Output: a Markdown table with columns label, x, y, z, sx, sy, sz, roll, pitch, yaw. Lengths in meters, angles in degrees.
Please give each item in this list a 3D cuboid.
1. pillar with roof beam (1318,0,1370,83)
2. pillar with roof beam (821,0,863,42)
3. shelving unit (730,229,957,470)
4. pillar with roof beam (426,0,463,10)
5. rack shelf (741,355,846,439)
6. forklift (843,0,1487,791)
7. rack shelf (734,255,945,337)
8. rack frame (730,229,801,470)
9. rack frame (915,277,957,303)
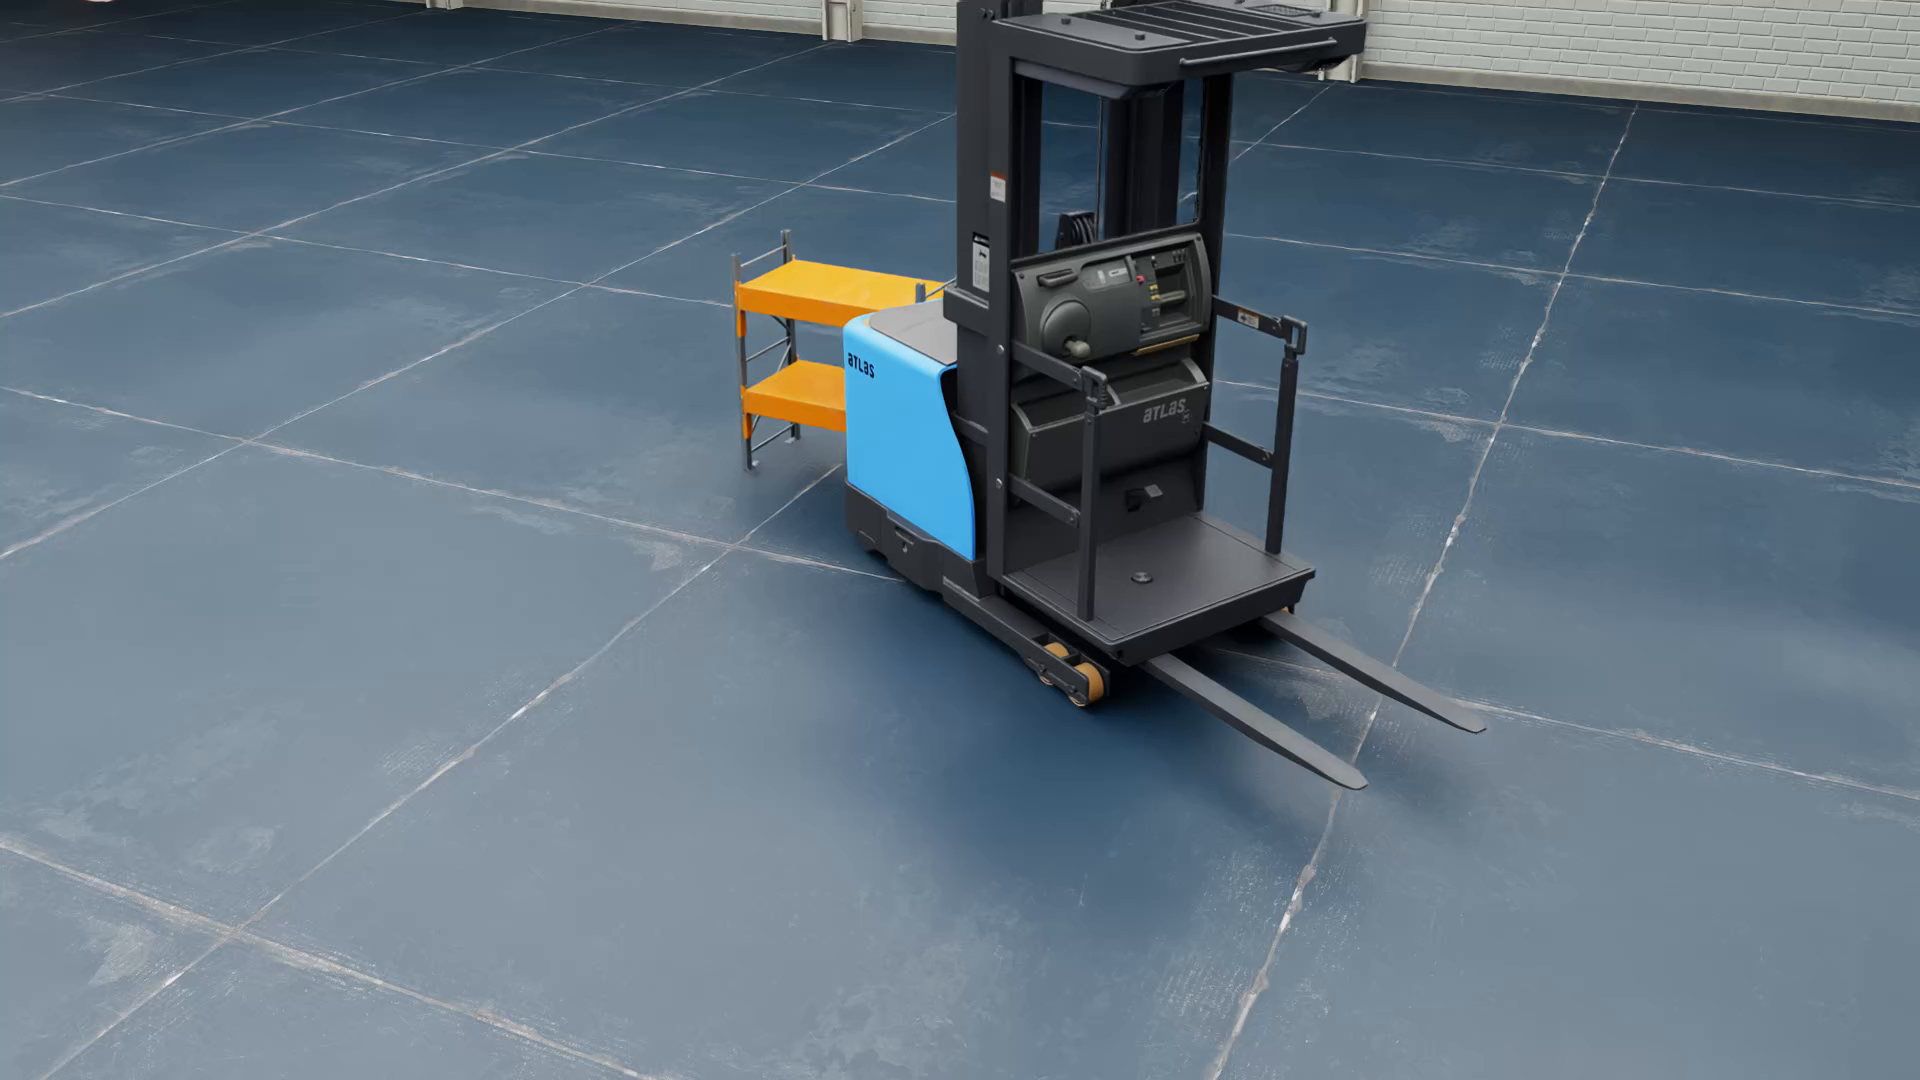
| label | x | y | z | sx | sy | sz | roll | pitch | yaw |
| --- | --- | --- | --- | --- | --- | --- | --- | --- | --- |
| pillar with roof beam | 2.273 | -7.232 | 12.252 | 0.400 | 9.000 | 9.100 | 11 | 28 | 22 |
| pillar with roof beam | -3.189 | -8.329 | 14.480 | 0.400 | 9.000 | 9.100 | 11 | 28 | 22 |
| shelving unit | -0.528 | -0.857 | 8.218 | 1.048 | 1.125 | 0.538 | 13 | 29 | 24 |
| pillar with roof beam | -8.650 | -9.426 | 16.708 | 0.400 | 9.000 | 9.100 | 11 | 28 | 22 |
| rack shelf | -0.528 | -0.638 | 8.326 | 1.000 | 0.278 | 0.538 | 13 | 29 | 24 |
| forklift | 0.728 | -0.913 | 6.286 | 1.130 | 2.935 | 3.031 | -17 | 31 | -31 |
| rack shelf | -0.528 | -1.120 | 8.089 | 1.000 | 0.278 | 0.538 | 13 | 29 | 24 |
| rack frame | -0.979 | -0.960 | 8.427 | 0.032 | 1.125 | 0.500 | 13 | 29 | 24 |
| rack frame | -0.076 | -0.754 | 8.009 | 0.032 | 1.125 | 0.500 | 13 | 29 | 24 |
